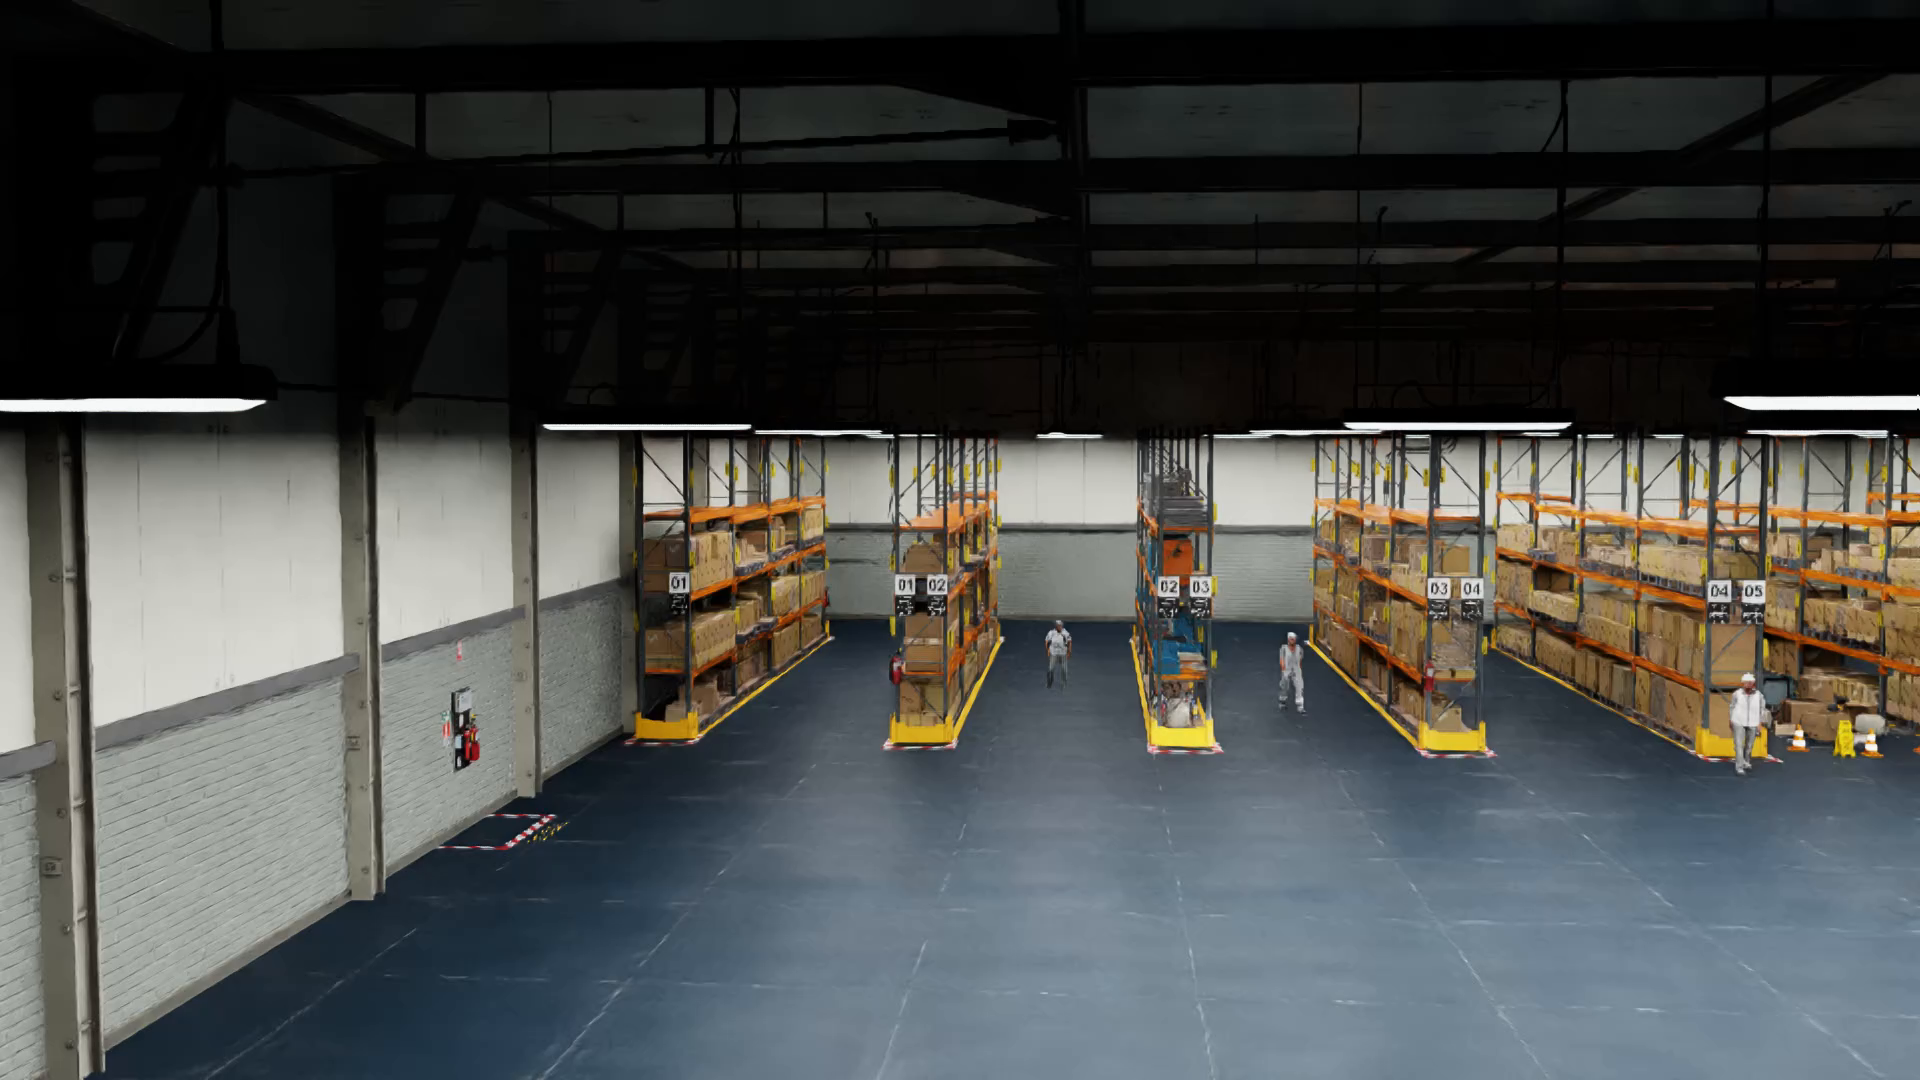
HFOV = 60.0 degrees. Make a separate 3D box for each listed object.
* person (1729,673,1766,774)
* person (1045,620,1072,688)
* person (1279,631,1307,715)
[{"bbox_3d":[13.532,3.138,28.577,0.539,1.715,1.031,1,4,14],"label":"person"},{"bbox_3d":[2.266,2.626,38.307,0.625,1.607,0.568,0,3,2],"label":"person"},{"bbox_3d":[6.905,2.764,34.648,0.528,1.727,1.030,0,3,-3],"label":"person"}]
